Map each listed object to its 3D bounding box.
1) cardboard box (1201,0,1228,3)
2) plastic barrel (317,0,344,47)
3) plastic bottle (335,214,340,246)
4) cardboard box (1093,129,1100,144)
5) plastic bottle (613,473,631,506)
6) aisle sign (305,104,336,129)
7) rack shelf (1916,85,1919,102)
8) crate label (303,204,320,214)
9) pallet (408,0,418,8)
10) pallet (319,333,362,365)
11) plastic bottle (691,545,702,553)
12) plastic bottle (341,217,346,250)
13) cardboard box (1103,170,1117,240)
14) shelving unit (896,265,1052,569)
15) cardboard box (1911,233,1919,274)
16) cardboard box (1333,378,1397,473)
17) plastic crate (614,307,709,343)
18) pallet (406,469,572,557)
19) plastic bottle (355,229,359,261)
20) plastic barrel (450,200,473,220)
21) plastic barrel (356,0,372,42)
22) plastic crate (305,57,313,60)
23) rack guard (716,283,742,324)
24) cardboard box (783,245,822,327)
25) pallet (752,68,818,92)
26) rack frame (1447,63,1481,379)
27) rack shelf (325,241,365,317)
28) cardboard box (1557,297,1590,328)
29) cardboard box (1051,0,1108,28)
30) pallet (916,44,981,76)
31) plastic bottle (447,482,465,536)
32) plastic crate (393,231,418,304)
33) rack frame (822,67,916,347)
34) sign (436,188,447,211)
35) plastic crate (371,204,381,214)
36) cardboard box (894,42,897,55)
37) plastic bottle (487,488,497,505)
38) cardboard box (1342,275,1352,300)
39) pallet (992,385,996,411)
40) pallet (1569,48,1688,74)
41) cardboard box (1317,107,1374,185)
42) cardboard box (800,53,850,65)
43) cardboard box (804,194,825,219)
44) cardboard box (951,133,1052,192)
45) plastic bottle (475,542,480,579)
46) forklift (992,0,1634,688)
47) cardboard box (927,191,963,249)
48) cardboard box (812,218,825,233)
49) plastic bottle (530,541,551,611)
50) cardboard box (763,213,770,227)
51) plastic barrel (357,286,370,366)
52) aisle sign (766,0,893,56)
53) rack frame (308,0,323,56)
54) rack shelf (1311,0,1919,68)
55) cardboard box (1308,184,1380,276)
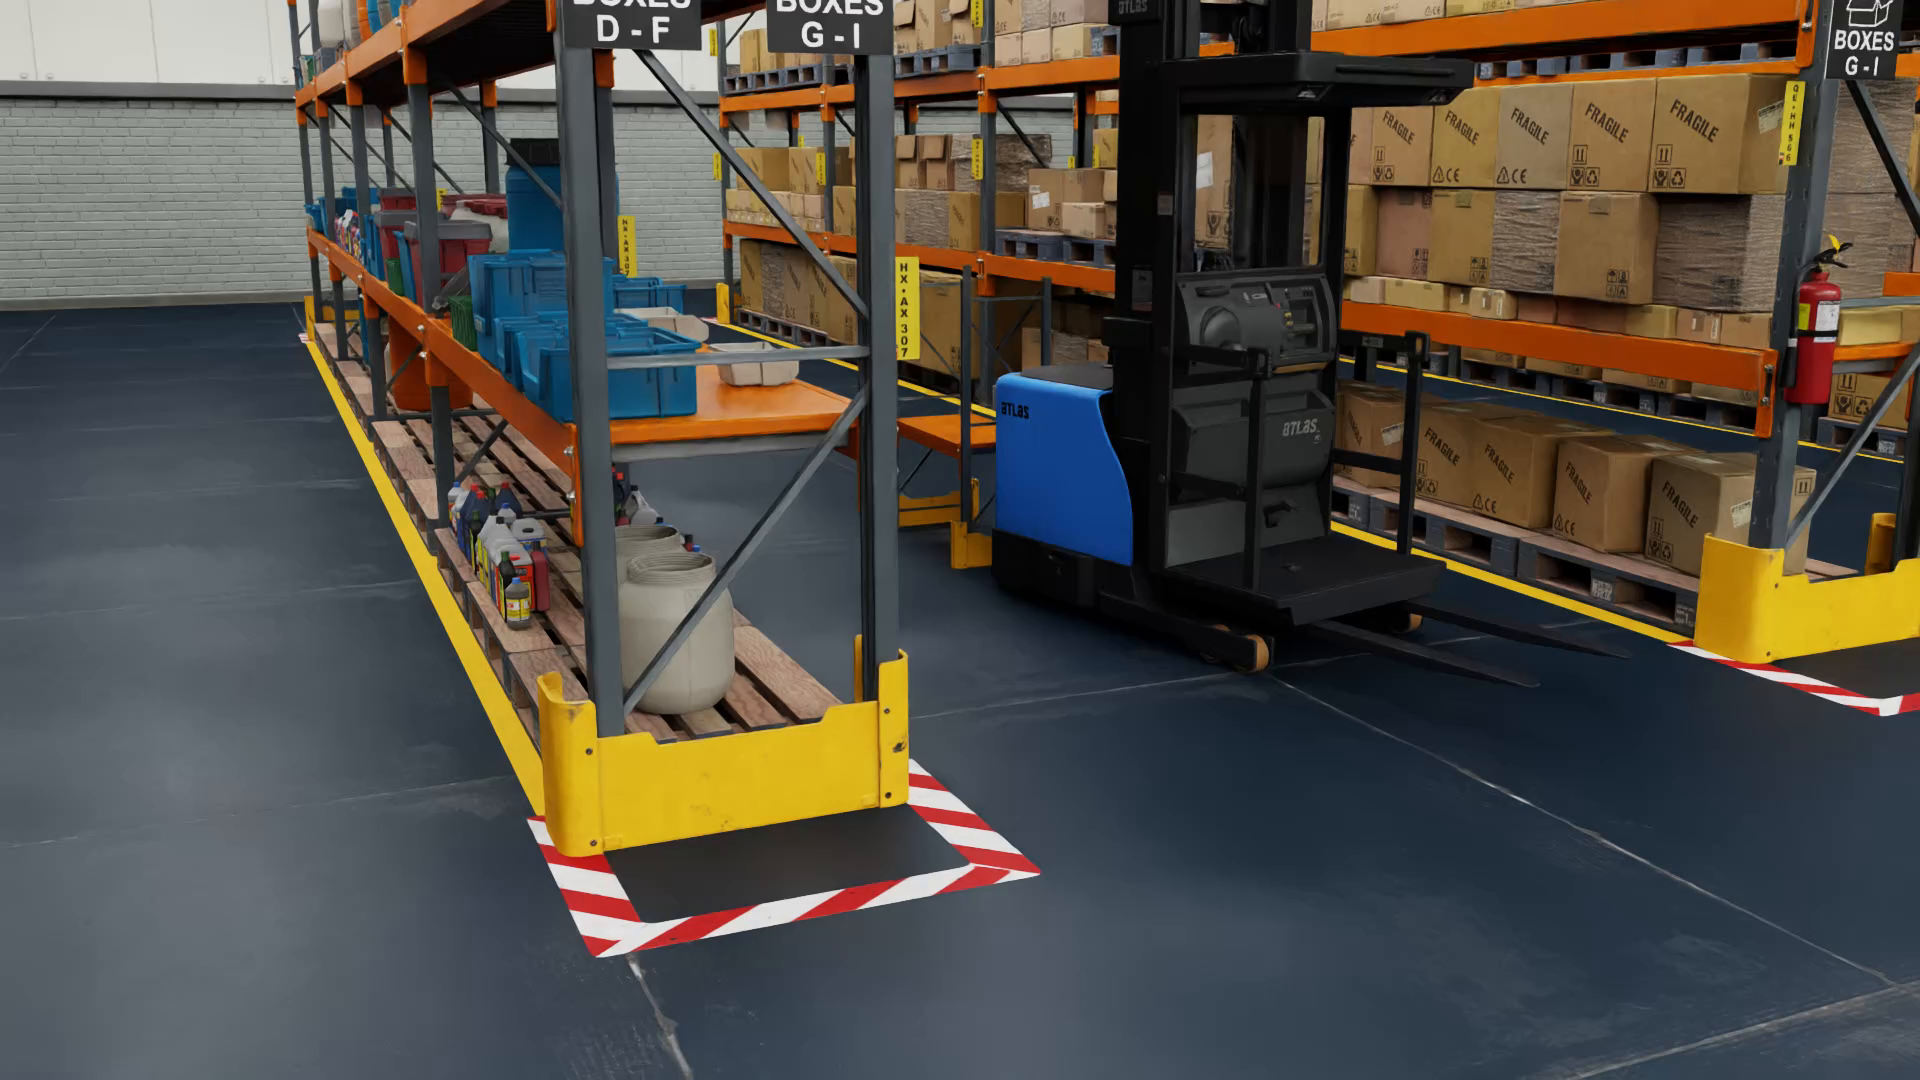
[{"bbox_3d":[1.786,-3.613,11.042,0.396,0.266,0.258,-5,14,-21],"label":"cardboard box"},{"bbox_3d":[-5.508,-4.633,14.852,0.433,0.535,0.433,0,13,0],"label":"plastic barrel"},{"bbox_3d":[-5.680,-2.834,15.221,0.061,0.283,0.133,-6,14,-23],"label":"plastic bottle"},{"bbox_3d":[1.969,-5.298,22.508,0.500,0.500,0.500,-6,14,-23],"label":"cardboard box"},{"bbox_3d":[-1.685,-0.157,8.295,0.144,0.351,0.185,-6,15,-26],"label":"plastic bottle"},{"bbox_3d":[-7.392,-5.114,19.047,0.394,0.787,0.004,-6,14,-23],"label":"aisle sign"},{"bbox_3d":[10.533,-4.246,16.008,1.077,0.370,4.000,-6,14,-23],"label":"rack shelf"},{"bbox_3d":[-7.294,-3.726,19.055,0.416,0.233,0.303,-6,14,-23],"label":"crate label"},{"bbox_3d":[-1.906,-2.609,7.756,1.213,0.211,1.003,-6,14,-23],"label":"pallet"},{"bbox_3d":[-6.312,-2.075,17.867,1.003,0.211,1.213,-6,14,-23],"label":"pallet"},{"bbox_3d":[-1.123,0.159,7.107,0.097,0.271,0.097,0,13,0],"label":"plastic bottle"},{"bbox_3d":[-5.377,-2.678,14.547,0.061,0.283,0.133,-6,14,-23],"label":"plastic bottle"},{"bbox_3d":[1.475,-2.432,12.065,0.797,0.503,0.637,-4,14,-17],"label":"cardboard box"},{"bbox_3d":[0.031,-0.715,9.133,0.587,1.500,1.083,-6,14,-23],"label":"shelving unit"},{"bbox_3d":[7.239,-2.141,11.634,0.875,0.550,0.550,-6,14,-23],"label":"cardboard box"},{"bbox_3d":[2.377,-0.728,10.474,0.500,0.500,0.500,-6,14,-25],"label":"cardboard box"},{"bbox_3d":[-1.402,-0.939,7.358,0.530,0.136,0.437,-6,14,-23],"label":"plastic crate"},{"bbox_3d":[-2.635,-0.180,9.680,1.003,0.211,1.213,-6,14,-23],"label":"pallet"},{"bbox_3d":[-4.718,-2.342,13.123,0.097,0.271,0.097,0,13,0],"label":"plastic bottle"},{"bbox_3d":[-3.279,-2.067,11.402,0.421,0.512,0.421,0,13,0],"label":"plastic barrel"},{"bbox_3d":[-3.495,-3.552,10.462,0.600,0.830,0.708,-6,14,-23],"label":"plastic barrel"},{"bbox_3d":[-6.146,-4.572,16.189,0.416,0.233,0.300,-6,14,-23],"label":"plastic crate"},{"bbox_3d":[-2.563,-3.094,21.628,1.175,0.500,0.348,-6,14,-23],"label":"rack guard"},{"bbox_3d":[-1.502,-2.979,19.370,0.875,0.875,0.875,-6,14,-23],"label":"cardboard box"},{"bbox_3d":[-1.754,-5.320,19.247,1.003,0.211,1.213,-6,14,-23],"label":"pallet"},{"bbox_3d":[5.237,-3.081,16.028,1.000,3.000,0.127,-6,14,-23],"label":"rack frame"},{"bbox_3d":[-4.688,-2.269,14.116,1.077,0.370,4.000,-6,14,-23],"label":"rack shelf"},{"bbox_3d":[3.158,-1.126,8.139,0.380,0.149,0.250,-6,14,-23],"label":"cardboard box"},{"bbox_3d":[1.012,-4.079,12.357,0.500,0.500,0.500,-6,14,-25],"label":"cardboard box"},{"bbox_3d":[0.345,-4.151,14.420,1.213,0.211,1.003,-5,14,-20],"label":"pallet"},{"bbox_3d":[-2.558,-0.160,8.482,0.097,0.271,0.097,0,13,0],"label":"plastic bottle"},{"bbox_3d":[-3.011,-1.572,9.544,0.392,0.384,0.575,-6,14,-23],"label":"plastic crate"},{"bbox_3d":[-0.951,-3.480,17.754,1.000,3.000,0.127,-6,14,-23],"label":"rack frame"},{"bbox_3d":[-4.984,-3.217,16.002,0.100,0.325,0.005,-6,14,-23],"label":"sign"},{"bbox_3d":[-5.932,-3.336,17.262,0.437,0.282,0.530,-6,14,-23],"label":"plastic crate"},{"bbox_3d":[-0.492,-4.702,16.009,0.380,0.149,0.250,-6,14,-25],"label":"cardboard box"},{"bbox_3d":[-2.306,-0.111,8.245,0.061,0.283,0.133,-6,14,-23],"label":"plastic bottle"},{"bbox_3d":[2.387,-1.480,9.671,0.380,0.149,0.250,-6,14,-23],"label":"cardboard box"},{"bbox_3d":[0.963,-1.133,13.799,1.003,0.211,1.213,-6,14,-23],"label":"pallet"},{"bbox_3d":[5.994,-4.091,14.160,1.003,0.211,1.213,-5,14,-20],"label":"pallet"},{"bbox_3d":[2.403,-2.289,9.508,0.500,0.500,0.500,-6,14,-23],"label":"cardboard box"},{"bbox_3d":[-1.319,-5.400,18.021,0.700,0.500,0.500,-7,15,-26],"label":"cardboard box"},{"bbox_3d":[-1.368,-3.619,18.029,0.500,0.250,0.500,-6,14,-24],"label":"cardboard box"},{"bbox_3d":[0.373,-3.344,14.718,0.797,0.503,0.637,-5,14,-21],"label":"cardboard box"},{"bbox_3d":[-2.174,0.073,7.632,0.097,0.201,0.097,0,13,0],"label":"plastic bottle"},{"bbox_3d":[1.444,-0.993,7.160,1.130,2.935,3.031,-10,16,-36],"label":"forklift"},{"bbox_3d":[0.032,-2.885,14.963,0.500,0.500,0.500,-6,14,-23],"label":"cardboard box"},{"bbox_3d":[-1.373,-3.391,17.926,0.380,0.149,0.250,-6,14,-23],"label":"cardboard box"},{"bbox_3d":[-1.798,0.151,7.111,0.061,0.283,0.133,-6,14,-23],"label":"plastic bottle"},{"bbox_3d":[-2.096,-3.763,19.534,0.380,0.149,0.250,-6,14,-24],"label":"cardboard box"},{"bbox_3d":[-5.287,-2.101,15.518,0.600,0.901,0.708,-6,14,-23],"label":"plastic barrel"},{"bbox_3d":[-0.385,-1.832,4.866,0.394,0.787,0.004,-6,14,-23],"label":"aisle sign"},{"bbox_3d":[-5.489,-5.955,15.144,1.000,3.000,0.127,-6,14,-23],"label":"rack frame"},{"bbox_3d":[3.055,-2.525,8.570,1.077,0.370,4.000,-6,14,-23],"label":"rack shelf"},{"bbox_3d":[2.545,-1.816,9.682,0.875,0.500,0.500,-6,14,-23],"label":"cardboard box"}]
